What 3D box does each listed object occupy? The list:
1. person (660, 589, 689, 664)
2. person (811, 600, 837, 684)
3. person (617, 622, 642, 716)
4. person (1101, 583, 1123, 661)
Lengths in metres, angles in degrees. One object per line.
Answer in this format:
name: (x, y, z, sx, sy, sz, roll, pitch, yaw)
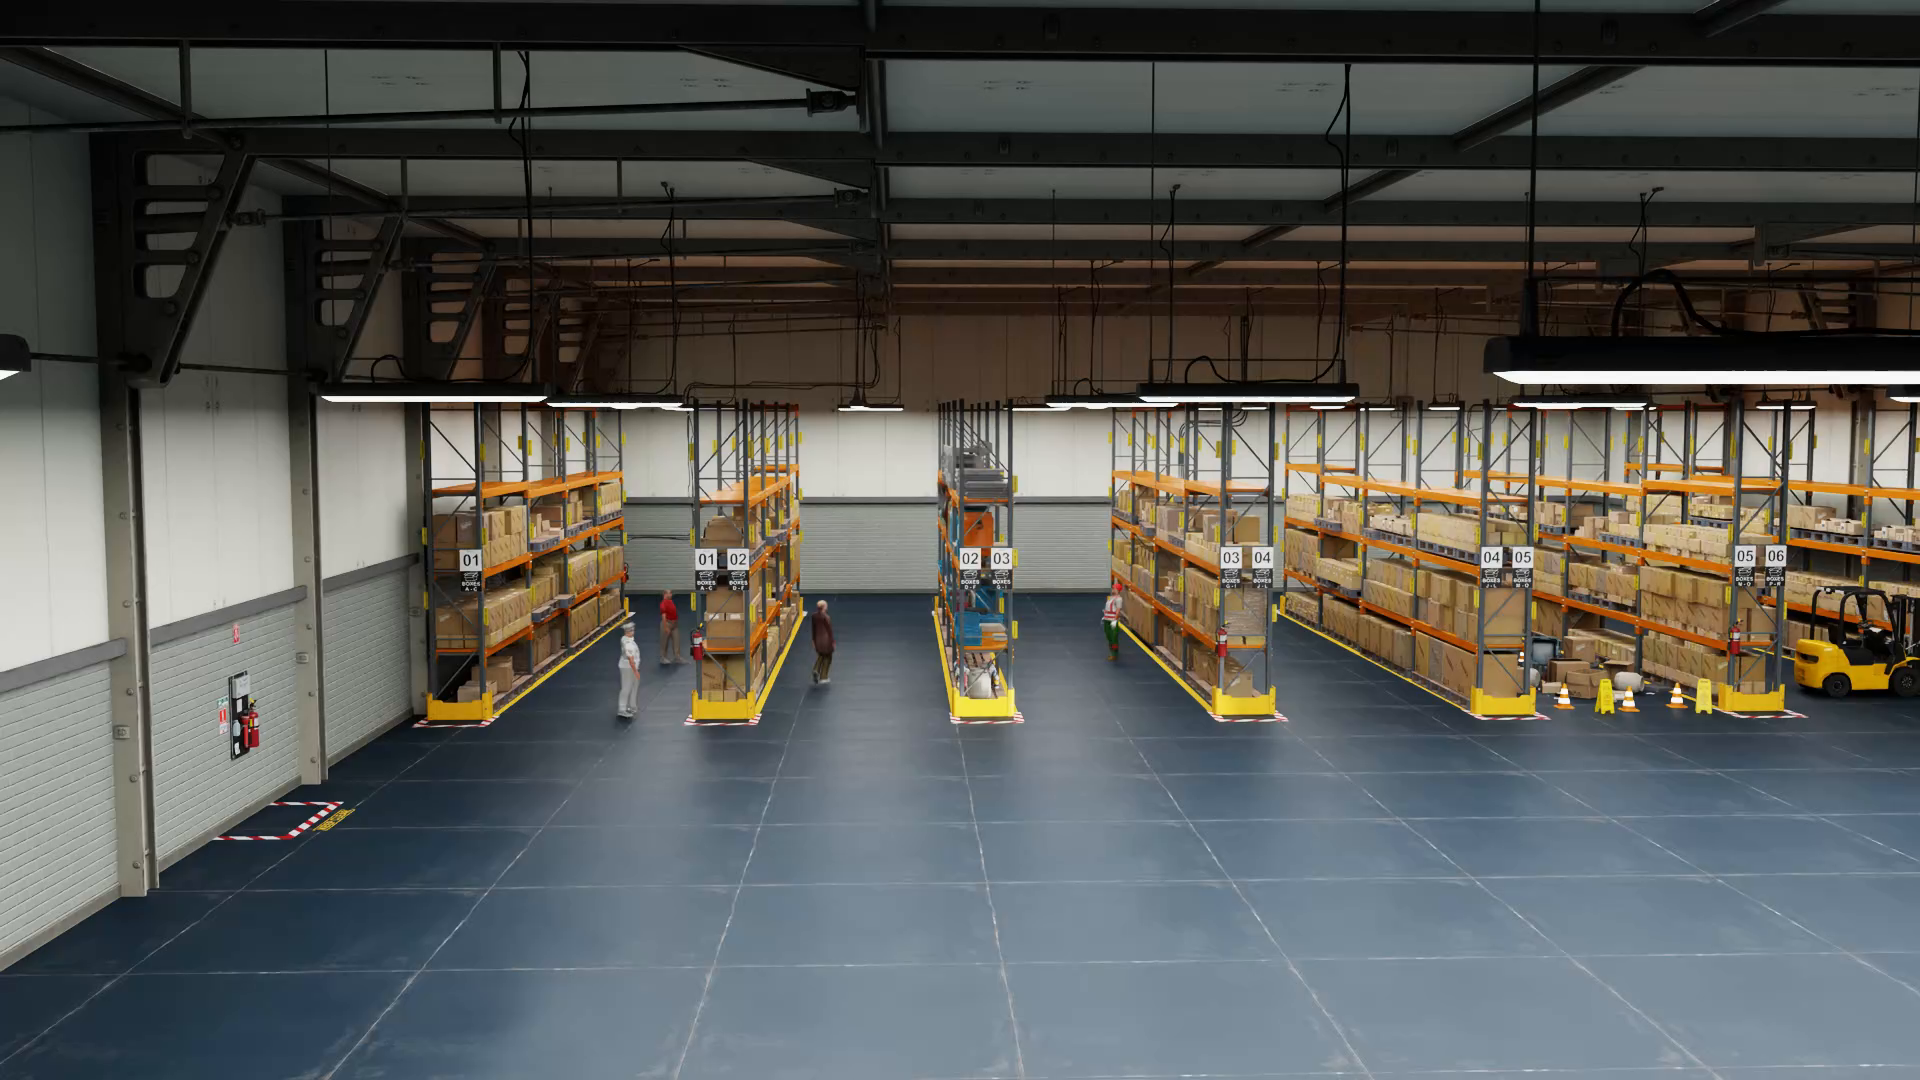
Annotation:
person: (-6.597, 1.979, 38.012, 0.682, 1.712, 0.537, 3, 5, 33)
person: (-2.886, 2.158, 35.132, 0.598, 1.787, 0.519, 3, 5, 34)
person: (-6.279, 2.470, 31.607, 0.456, 1.825, 0.676, -1, 4, -7)
person: (3.536, 1.901, 38.758, 0.518, 1.788, 0.581, -4, 6, -41)
